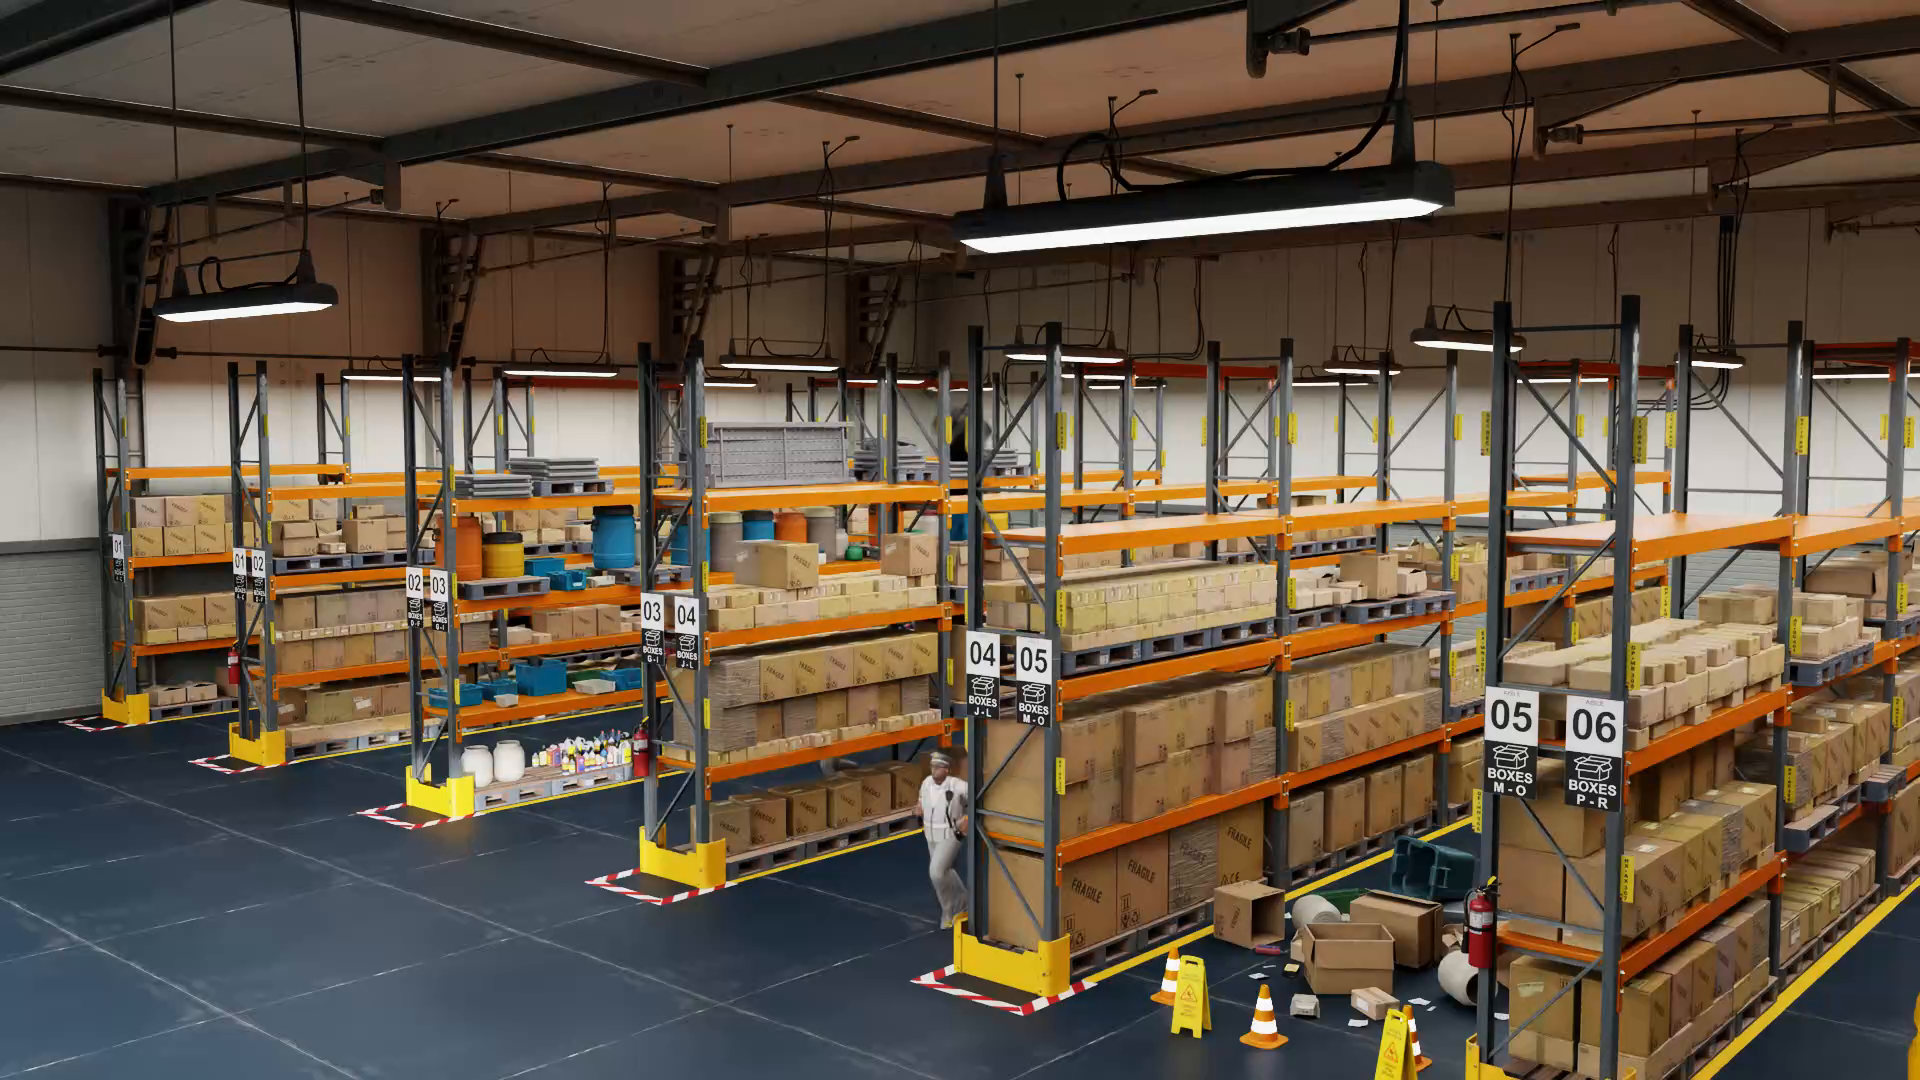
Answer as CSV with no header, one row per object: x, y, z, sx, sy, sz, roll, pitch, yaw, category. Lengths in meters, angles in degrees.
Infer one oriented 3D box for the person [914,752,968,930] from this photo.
-0.157,3.049,17.002,0.641,1.812,0.790,4,6,42,person

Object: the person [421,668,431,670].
-9.303,2.224,28.675,0.527,1.690,0.792,3,5,34,person

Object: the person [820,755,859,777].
-1.698,2.675,22.754,0.607,1.670,0.566,4,6,40,person
